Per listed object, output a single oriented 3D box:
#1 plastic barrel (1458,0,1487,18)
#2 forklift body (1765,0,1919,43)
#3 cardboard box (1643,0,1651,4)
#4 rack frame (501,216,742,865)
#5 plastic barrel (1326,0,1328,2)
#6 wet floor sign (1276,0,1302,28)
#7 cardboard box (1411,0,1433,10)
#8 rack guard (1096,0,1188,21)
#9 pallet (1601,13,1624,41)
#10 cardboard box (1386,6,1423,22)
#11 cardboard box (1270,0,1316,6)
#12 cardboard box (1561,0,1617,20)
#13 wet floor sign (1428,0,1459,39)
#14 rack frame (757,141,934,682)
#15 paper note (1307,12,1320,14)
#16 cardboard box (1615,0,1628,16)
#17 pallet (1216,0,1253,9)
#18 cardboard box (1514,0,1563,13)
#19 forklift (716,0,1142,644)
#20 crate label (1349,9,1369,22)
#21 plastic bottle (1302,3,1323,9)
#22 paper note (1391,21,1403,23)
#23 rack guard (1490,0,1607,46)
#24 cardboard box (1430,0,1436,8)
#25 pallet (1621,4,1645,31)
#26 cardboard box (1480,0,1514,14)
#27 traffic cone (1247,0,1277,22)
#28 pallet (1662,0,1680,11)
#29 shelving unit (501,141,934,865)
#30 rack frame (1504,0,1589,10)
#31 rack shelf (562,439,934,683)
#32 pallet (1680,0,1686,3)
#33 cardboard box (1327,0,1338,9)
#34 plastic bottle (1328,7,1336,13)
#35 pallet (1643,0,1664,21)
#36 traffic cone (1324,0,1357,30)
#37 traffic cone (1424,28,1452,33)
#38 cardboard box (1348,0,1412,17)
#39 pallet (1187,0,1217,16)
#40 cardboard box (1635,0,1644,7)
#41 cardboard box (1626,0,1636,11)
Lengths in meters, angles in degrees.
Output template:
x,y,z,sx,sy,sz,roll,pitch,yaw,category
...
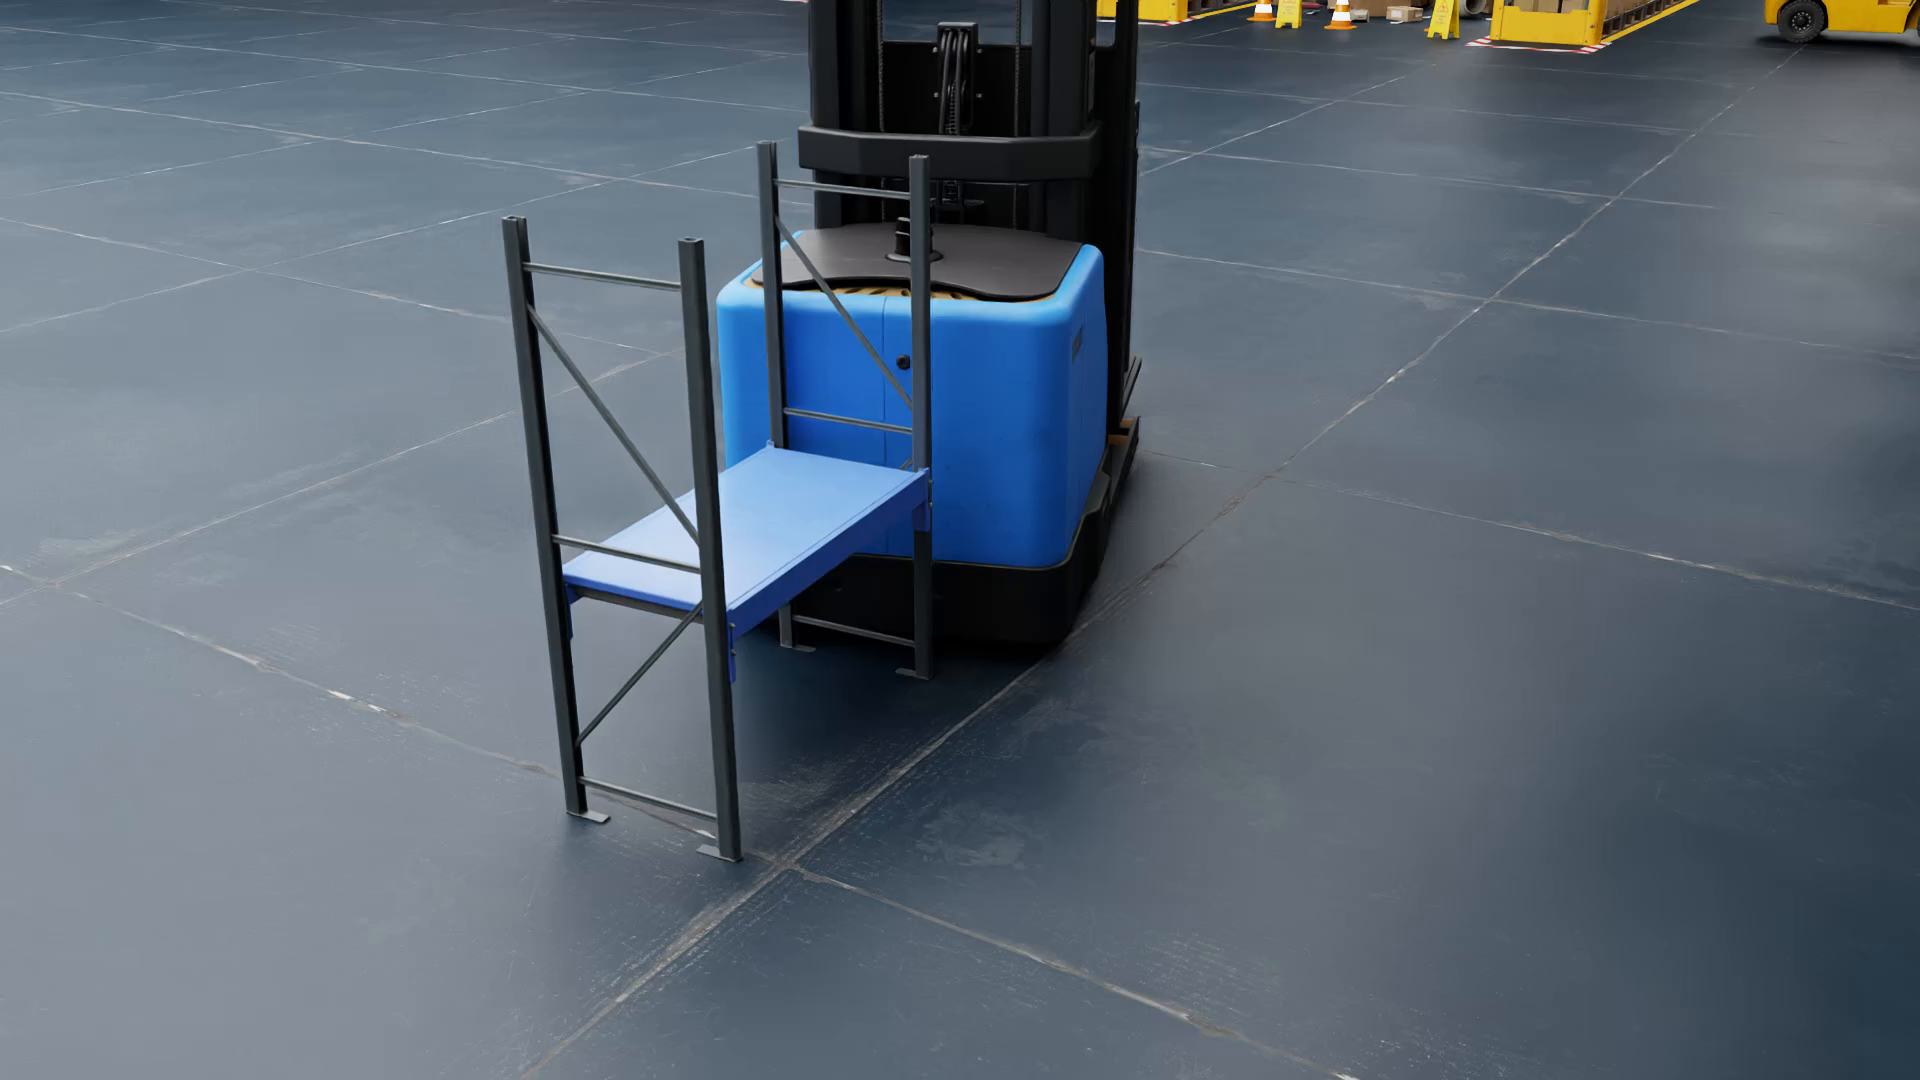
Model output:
x,y,z,sx,sy,sz,roll,pitch,yaw,category
6.352,-6.808,20.944,0.421,0.421,0.512,-7,24,-17,plastic barrel
10.218,-6.570,18.220,2.313,2.155,1.214,14,27,29,forklift body
8.302,-6.820,20.660,0.500,0.250,0.500,13,27,28,cardboard box
-0.754,0.036,3.778,0.500,1.500,0.032,11,26,24,rack frame
5.104,-7.443,22.410,0.421,0.421,0.512,-7,24,-17,plastic barrel
3.957,-6.474,19.894,0.267,0.644,0.232,9,25,20,wet floor sign
5.810,-7.334,21.886,0.797,0.637,0.503,14,27,29,cardboard box
2.277,-6.824,20.885,1.175,0.500,0.348,14,27,29,rack guard
7.047,-5.989,19.319,1.003,0.211,1.213,14,27,29,pallet
5.523,-6.533,20.655,0.250,0.149,0.380,-12,26,-26,cardboard box
4.453,-7.445,22.314,0.500,0.500,0.500,20,30,38,cardboard box
7.209,-6.122,19.047,0.500,0.250,0.500,14,27,29,cardboard box
5.539,-6.056,18.927,0.232,0.644,0.267,-17,29,-35,wet floor sign
-0.309,-0.327,4.617,0.500,1.500,0.032,11,26,24,rack frame
4.537,-6.776,21.365,0.142,0.017,0.144,-17,29,-35,paper note
7.484,-6.292,19.442,0.500,0.250,0.500,15,28,31,cardboard box
3.289,-7.396,22.569,1.003,0.211,1.213,14,27,29,pallet
6.759,-6.245,19.331,0.500,0.250,0.500,14,27,29,cardboard box
0.087,-1.598,5.751,1.130,2.935,3.031,5,24,11,forklift
4.919,-6.474,20.533,0.250,0.136,0.298,1,23,2,crate label
4.659,-7.075,22.017,0.283,0.061,0.133,5,24,11,plastic bottle
5.356,-6.350,20.380,0.148,0.019,0.142,5,24,11,paper note
6.588,-5.855,18.645,1.175,0.500,0.348,14,27,29,rack guard
6.405,-7.247,22.155,0.258,0.266,0.396,-3,24,-7,cardboard box
7.691,-6.399,20.266,1.003,0.211,1.213,14,27,29,pallet
6.937,-7.104,21.527,0.500,0.500,0.500,-7,24,-17,cardboard box
3.776,-6.697,20.637,0.336,0.463,0.334,14,27,29,traffic cone
9.068,-7.310,22.370,1.003,0.211,1.213,14,27,29,pallet
-0.531,-0.145,4.197,0.538,1.500,1.048,11,26,24,shelving unit
6.548,-6.976,18.089,1.000,3.000,0.127,14,27,29,rack frame
-0.531,0.020,4.269,0.538,0.185,1.000,11,26,24,rack shelf
9.710,-7.723,23.325,1.003,0.211,1.213,14,27,29,pallet
5.058,-7.109,21.837,0.396,0.266,0.258,20,30,38,cardboard box
4.839,-6.860,21.519,0.133,0.061,0.283,5,24,11,plastic bottle
8.334,-6.813,21.221,1.003,0.211,1.213,14,27,29,pallet
4.557,-6.345,19.825,0.336,0.463,0.334,14,27,29,traffic cone
5.679,-6.228,19.553,0.336,0.463,0.334,14,27,29,traffic cone
5.324,-6.954,21.180,0.797,0.503,0.637,-3,24,-7,cardboard box
2.645,-6.986,21.622,1.003,0.211,1.213,14,27,29,pallet
8.030,-6.649,20.266,0.500,0.250,0.500,14,27,30,cardboard box
7.762,-6.479,19.873,0.500,0.250,0.500,16,28,32,cardboard box
